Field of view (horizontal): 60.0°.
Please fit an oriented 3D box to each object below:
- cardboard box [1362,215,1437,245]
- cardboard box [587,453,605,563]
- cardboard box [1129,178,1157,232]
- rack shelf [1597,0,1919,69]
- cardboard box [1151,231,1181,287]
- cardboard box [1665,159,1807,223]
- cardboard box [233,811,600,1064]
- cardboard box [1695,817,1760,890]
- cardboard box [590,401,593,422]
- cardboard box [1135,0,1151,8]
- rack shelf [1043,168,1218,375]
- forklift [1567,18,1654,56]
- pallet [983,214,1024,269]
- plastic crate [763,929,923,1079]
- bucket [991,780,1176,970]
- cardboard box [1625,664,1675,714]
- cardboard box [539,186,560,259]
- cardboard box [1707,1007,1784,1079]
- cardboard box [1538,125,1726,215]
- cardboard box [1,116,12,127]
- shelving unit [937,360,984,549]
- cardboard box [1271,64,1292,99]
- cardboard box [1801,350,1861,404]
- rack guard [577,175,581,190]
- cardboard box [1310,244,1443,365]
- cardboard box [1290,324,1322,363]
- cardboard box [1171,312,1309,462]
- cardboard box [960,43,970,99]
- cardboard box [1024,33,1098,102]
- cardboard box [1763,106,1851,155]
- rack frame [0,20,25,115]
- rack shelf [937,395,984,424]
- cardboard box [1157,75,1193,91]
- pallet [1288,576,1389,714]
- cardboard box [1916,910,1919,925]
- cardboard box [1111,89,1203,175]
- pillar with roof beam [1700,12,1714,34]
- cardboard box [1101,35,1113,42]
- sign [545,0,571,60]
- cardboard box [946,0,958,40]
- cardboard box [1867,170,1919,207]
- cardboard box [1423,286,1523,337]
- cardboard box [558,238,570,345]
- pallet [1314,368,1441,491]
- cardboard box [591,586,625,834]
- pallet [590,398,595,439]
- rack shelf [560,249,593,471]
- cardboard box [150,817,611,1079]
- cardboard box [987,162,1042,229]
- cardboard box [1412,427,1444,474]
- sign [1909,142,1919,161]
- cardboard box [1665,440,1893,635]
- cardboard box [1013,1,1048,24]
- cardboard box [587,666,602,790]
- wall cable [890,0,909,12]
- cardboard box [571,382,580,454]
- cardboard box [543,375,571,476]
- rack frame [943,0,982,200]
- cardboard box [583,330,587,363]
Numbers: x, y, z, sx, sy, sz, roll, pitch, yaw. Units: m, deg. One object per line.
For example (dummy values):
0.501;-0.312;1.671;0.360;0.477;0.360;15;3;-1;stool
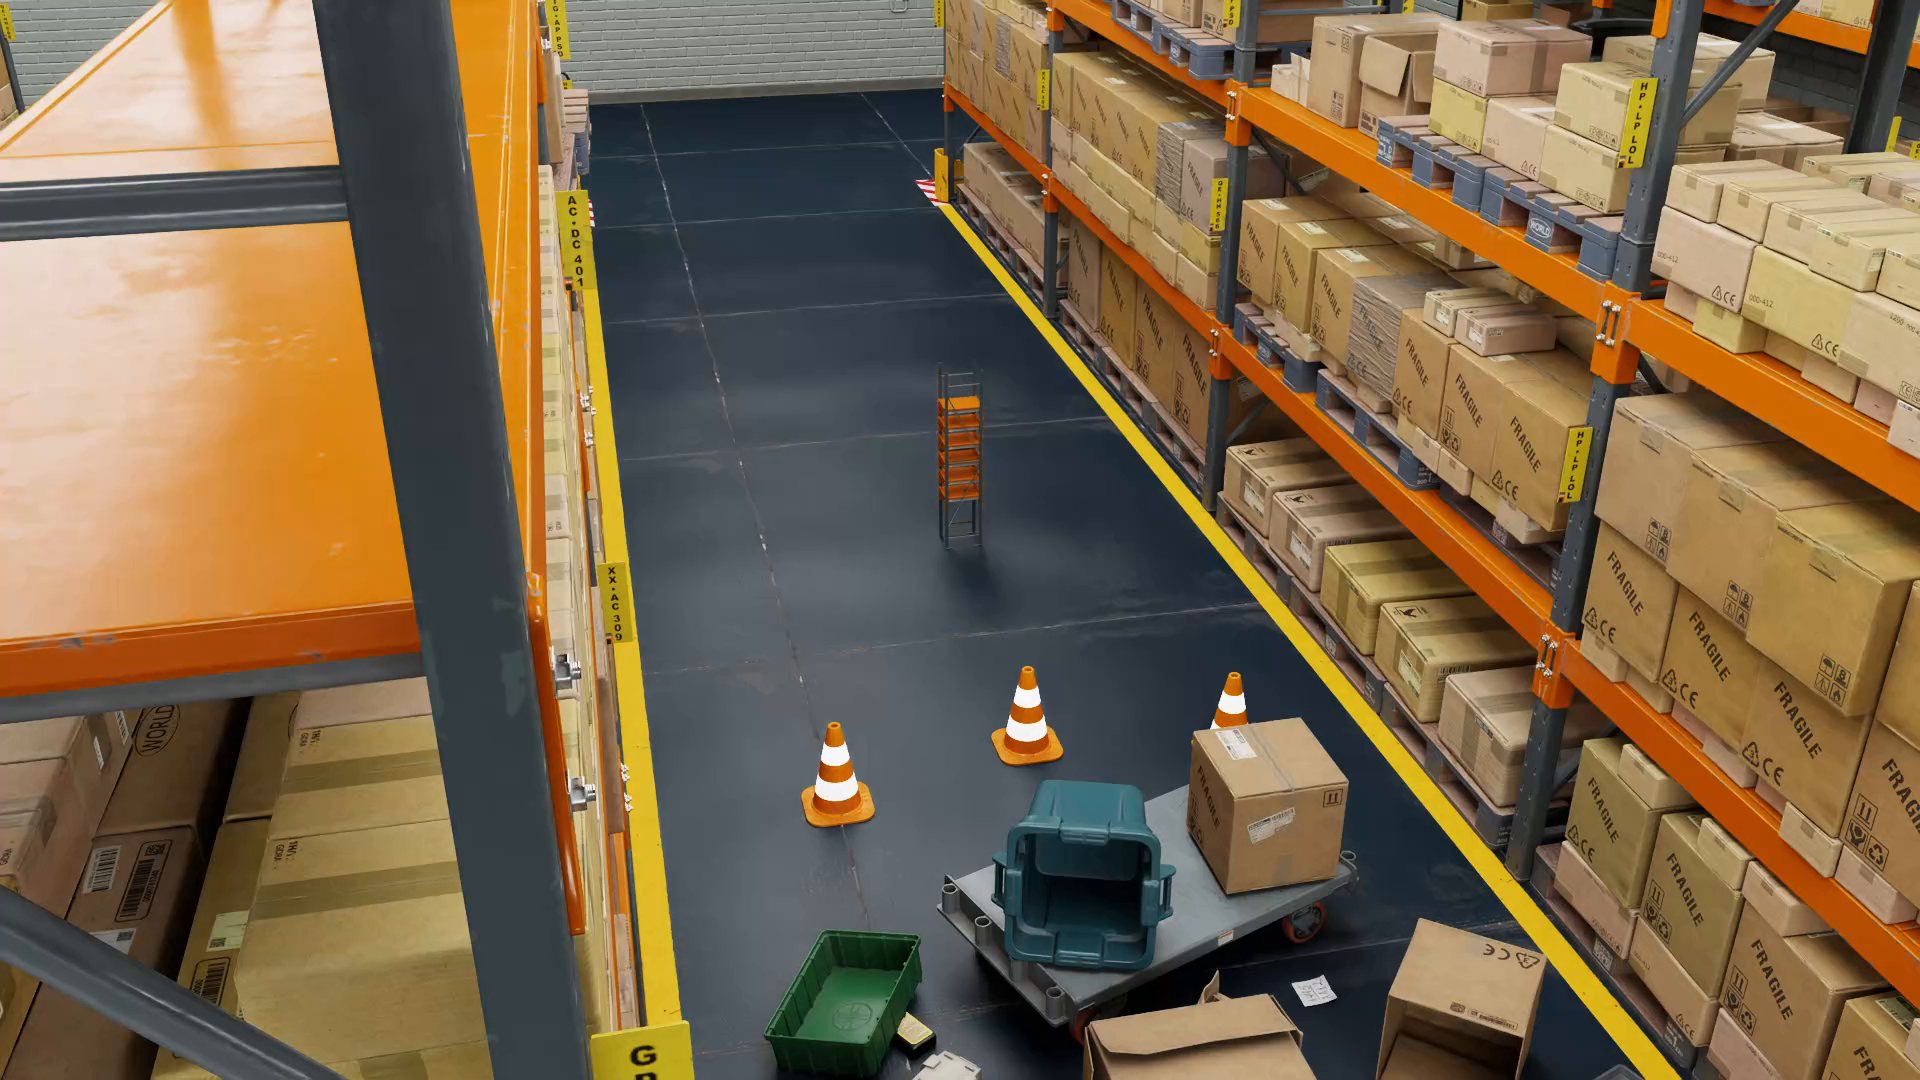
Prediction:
2.630;-1.566;9.617;0.500;0.500;0.500;-6;27;-12;cardboard box
-1.850;-0.040;7.389;0.500;0.500;0.500;-6;27;-12;cardboard box
1.518;-2.389;11.766;0.500;0.250;0.500;-7;28;-13;cardboard box
6.514;-4.000;12.816;1.077;0.370;4.000;-6;27;-12;rack shelf
1.632;-1.950;11.451;0.500;0.250;0.500;-5;27;-11;cardboard box
2.784;-1.254;5.971;0.380;0.149;0.250;-6;27;-13;cardboard box
-0.633;0.467;1.984;0.380;0.149;0.250;-6;27;-11;cardboard box
2.988;1.146;6.184;0.380;0.149;0.250;-5;27;-10;cardboard box
-2.933;-1.129;11.966;0.500;0.500;0.500;-7;28;-13;cardboard box
1.450;-3.914;11.270;0.500;0.500;0.500;-6;27;-11;cardboard box
1.679;-2.155;12.490;1.077;0.370;4.000;-6;27;-12;rack shelf
4.497;-1.917;11.296;1.130;2.935;3.031;-6;27;-12;forklift
0.854;-2.988;16.436;1.003;0.211;1.213;-6;27;-12;pallet
-0.454;1.877;6.758;0.450;0.188;0.662;-2;25;20;plastic crate
0.508;1.313;6.766;0.726;0.611;0.620;3;17;6;bucket
2.897;0.546;6.618;0.380;0.149;0.250;-5;27;-10;cardboard box
-1.319;-0.871;4.635;0.380;0.149;0.250;-6;27;-12;cardboard box
3.154;1.950;6.144;0.500;0.250;0.500;-6;27;-12;cardboard box
2.758;-1.544;6.851;0.500;0.250;0.500;-6;28;-13;cardboard box
-8.867;-3.755;15.140;0.380;0.149;0.250;-6;27;-11;cardboard box
0.003;-0.529;10.467;0.258;1.200;0.189;-6;27;-12;shelving unit
2.035;-2.670;9.661;0.380;0.149;0.250;-6;27;-12;cardboard box
3.048;-0.576;5.511;0.380;0.149;0.250;-5;27;-10;cardboard box
-4.456;-3.414;16.960;1.175;0.500;0.348;-6;27;-12;rack guard
2.256;-1.282;9.054;0.500;0.500;0.500;-5;27;-11;cardboard box
2.111;-1.137;9.487;0.380;0.149;0.250;-6;27;-11;cardboard box
2.055;-1.149;11.590;0.875;0.875;0.875;-6;27;-12;cardboard box
0.296;-4.696;16.614;0.500;0.500;0.500;-6;27;-12;cardboard box
0.852;-4.025;14.174;0.500;0.500;0.500;-6;27;-12;cardboard box
6.416;-3.036;12.855;0.797;0.503;0.637;-7;28;-13;cardboard box
-9.329;-4.104;15.553;1.000;3.000;0.127;-6;27;-12;rack frame
0.003;-0.811;10.325;0.258;0.103;0.180;-6;27;-12;rack shelf
1.792;-3.224;12.588;0.500;0.500;0.500;-5;27;-10;cardboard box
2.575;0.524;9.478;1.003;0.211;1.213;-6;27;-12;pallet
3.314;1.210;5.302;0.380;0.149;0.250;-6;27;-12;cardboard box
1.422;-2.956;12.057;0.500;0.500;0.500;-6;27;-12;cardboard box
2.590;-6.498;13.638;9.100;9.000;0.400;-6;27;-12;pillar with roof beam
1.409;-4.300;14.000;0.380;0.149;0.250;-6;27;-12;cardboard box
-2.128;-2.710;8.799;0.100;0.325;0.005;-6;27;-12;sign
0.157;-5.362;16.824;0.500;0.500;0.500;-7;28;-13;cardboard box
3.448;-1.202;5.868;0.380;0.149;0.250;-7;28;-13;cardboard box
2.454;-1.096;7.965;0.380;0.149;0.250;-7;28;-14;cardboard box
-1.408;-0.743;4.823;0.500;0.250;0.500;-6;27;-12;cardboard box
2.615;-0.648;8.918;1.003;0.211;1.213;-6;27;-12;pallet
-1.482;0.551;4.965;0.875;0.550;0.550;-6;27;-12;cardboard box
-3.117;-0.684;11.872;1.003;0.211;1.213;-6;27;-12;pallet
-2.220;-1.191;7.251;1.077;0.370;4.000;-6;27;-12;rack shelf
-0.726;0.586;2.191;0.500;0.250;0.500;-6;27;-12;cardboard box
0.787;-3.474;16.681;0.875;0.438;0.875;-5;27;-10;cardboard box
2.450;-0.454;8.134;0.380;0.149;0.250;-6;27;-11;cardboard box
6.438;-2.527;11.230;0.100;0.325;0.005;-6;27;-12;sign
3.012;-0.025;5.919;0.700;0.500;0.500;-6;27;-11;cardboard box
0.682;-4.691;14.774;0.380;0.149;0.250;-6;27;-12;cardboard box
-0.861;0.375;3.051;0.380;0.149;0.250;-6;27;-11;cardboard box
-0.967;-8.051;22.210;0.585;1.953;0.123;-6;27;-12;wall cable
-1.201;-0.291;4.370;0.380;0.149;0.250;-6;27;-11;cardboard box
-0.976;-0.204;3.313;0.380;0.149;0.250;-6;27;-11;cardboard box
0.326;-5.111;17.546;1.000;3.000;0.127;-6;27;-12;rack frame
-2.804;-1.226;11.327;0.500;0.250;0.500;-6;27;-11;cardboard box
